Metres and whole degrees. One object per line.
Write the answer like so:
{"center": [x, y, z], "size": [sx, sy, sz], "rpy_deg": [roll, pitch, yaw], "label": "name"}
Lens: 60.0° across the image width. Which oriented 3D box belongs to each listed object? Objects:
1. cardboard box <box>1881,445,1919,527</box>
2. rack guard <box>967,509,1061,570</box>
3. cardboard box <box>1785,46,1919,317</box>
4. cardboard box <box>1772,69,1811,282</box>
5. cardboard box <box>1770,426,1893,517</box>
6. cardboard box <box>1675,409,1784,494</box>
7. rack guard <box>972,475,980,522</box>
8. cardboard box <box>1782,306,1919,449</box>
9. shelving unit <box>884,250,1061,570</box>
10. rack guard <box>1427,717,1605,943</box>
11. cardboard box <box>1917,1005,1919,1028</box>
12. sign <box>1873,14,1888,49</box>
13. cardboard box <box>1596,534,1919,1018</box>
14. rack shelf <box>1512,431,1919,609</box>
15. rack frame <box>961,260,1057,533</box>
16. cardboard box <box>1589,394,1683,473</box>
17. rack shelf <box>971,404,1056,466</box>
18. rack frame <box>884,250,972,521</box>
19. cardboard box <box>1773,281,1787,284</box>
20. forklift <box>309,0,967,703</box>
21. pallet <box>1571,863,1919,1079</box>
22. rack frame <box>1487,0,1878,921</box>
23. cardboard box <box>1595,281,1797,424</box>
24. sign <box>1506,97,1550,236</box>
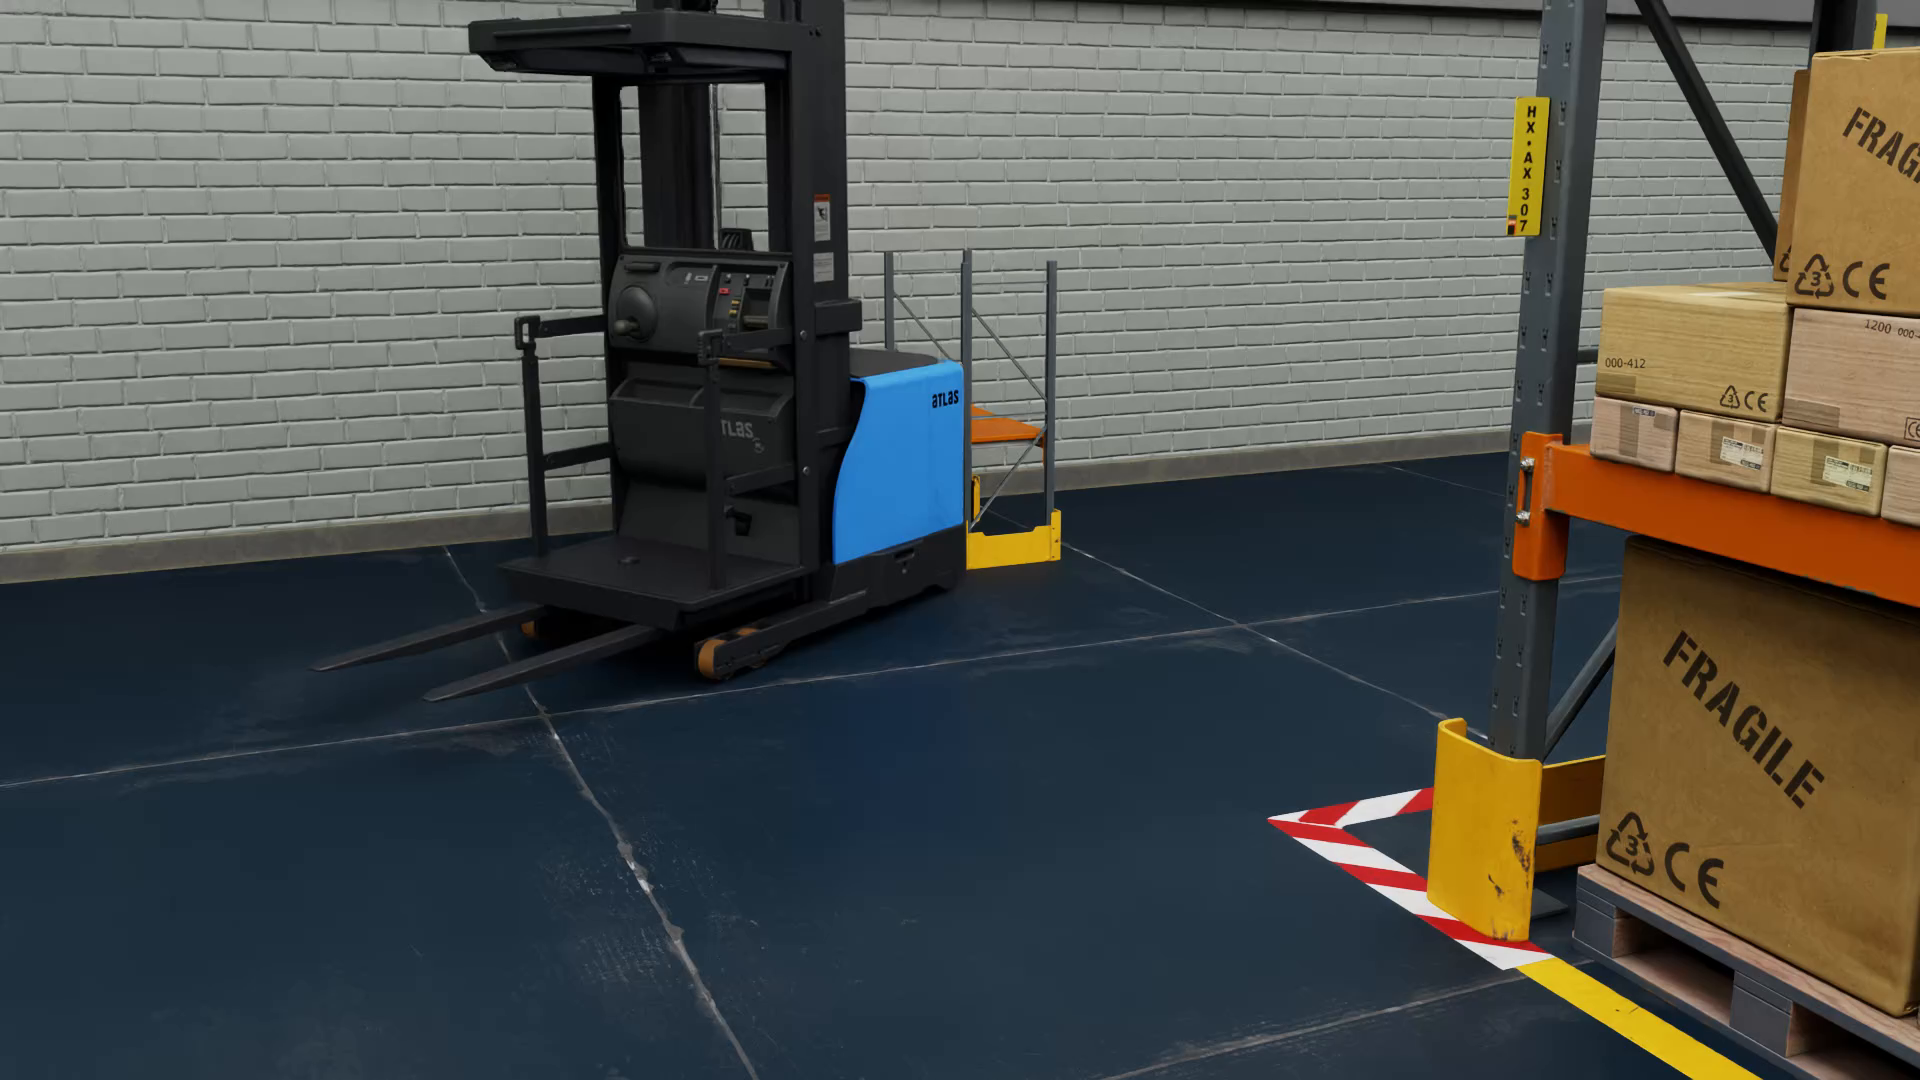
{"center": [2.035, -0.105, 3.230], "size": [0.380, 0.149, 0.250], "rpy_deg": [-6, 14, -24], "label": "cardboard box"}
{"center": [0.230, -0.003, 8.329], "size": [0.587, 0.250, 0.087], "rpy_deg": [-6, 14, -23], "label": "rack guard"}
{"center": [2.028, -0.701, 3.255], "size": [0.500, 0.500, 0.500], "rpy_deg": [-6, 14, -24], "label": "cardboard box"}
{"center": [2.319, -0.851, 3.903], "size": [0.500, 0.500, 0.500], "rpy_deg": [-5, 14, -22], "label": "cardboard box"}
{"center": [1.930, -0.159, 3.462], "size": [0.380, 0.149, 0.250], "rpy_deg": [-6, 14, -24], "label": "cardboard box"}
{"center": [1.827, -0.212, 3.690], "size": [0.380, 0.149, 0.250], "rpy_deg": [-6, 14, -24], "label": "cardboard box"}
{"center": [-0.169, -0.209, 9.218], "size": [0.587, 0.250, 0.087], "rpy_deg": [-6, 14, -23], "label": "rack guard"}
{"center": [2.042, -0.332, 3.324], "size": [0.500, 0.250, 0.500], "rpy_deg": [-6, 14, -24], "label": "cardboard box"}
{"center": [0.031, -0.715, 8.633], "size": [0.587, 1.500, 1.083], "rpy_deg": [-6, 14, -23], "label": "shelving unit"}
{"center": [1.873, 0.722, 4.639], "size": [1.175, 0.500, 0.348], "rpy_deg": [-6, 14, -23], "label": "rack guard"}
{"center": [2.577, 0.653, 3.176], "size": [0.875, 0.875, 0.875], "rpy_deg": [-6, 14, -23], "label": "cardboard box"}
{"center": [2.386, -1.216, 4.378], "size": [0.100, 0.325, 0.005], "rpy_deg": [-6, 14, -23], "label": "sign"}
{"center": [2.213, 0.465, 3.988], "size": [0.875, 0.875, 0.875], "rpy_deg": [-6, 14, -23], "label": "cardboard box"}
{"center": [2.684, 0.273, 2.632], "size": [1.077, 0.370, 4.000], "rpy_deg": [-6, 14, -23], "label": "rack shelf"}
{"center": [0.238, -0.608, 8.171], "size": [0.500, 1.500, 0.032], "rpy_deg": [-6, 14, -23], "label": "rack frame"}
{"center": [1.723, -0.265, 3.919], "size": [0.380, 0.149, 0.250], "rpy_deg": [-5, 14, -22], "label": "cardboard box"}
{"center": [0.034, -0.538, 8.665], "size": [0.538, 0.185, 1.000], "rpy_deg": [-6, 14, -23], "label": "rack shelf"}
{"center": [-0.169, -0.818, 9.078], "size": [0.500, 1.500, 0.032], "rpy_deg": [-6, 14, -23], "label": "rack frame"}
{"center": [2.320, -0.486, 3.990], "size": [0.500, 0.250, 0.500], "rpy_deg": [-6, 14, -24], "label": "cardboard box"}
{"center": [-1.202, -0.998, 6.682], "size": [1.130, 2.935, 3.031], "rpy_deg": [9, 16, 33], "label": "forklift"}
{"center": [2.275, 1.026, 3.967], "size": [1.003, 0.211, 1.213], "rpy_deg": [-6, 14, -23], "label": "pallet"}
{"center": [1.883, -0.490, 4.336], "size": [1.000, 3.000, 0.127], "rpy_deg": [-6, 14, -23], "label": "rack frame"}
{"center": [1.828, -0.439, 3.786], "size": [0.500, 0.250, 0.500], "rpy_deg": [-6, 14, -24], "label": "cardboard box"}
{"center": [1.372, -0.902, 4.018], "size": [0.100, 0.325, 0.005], "rpy_deg": [-6, 14, -23], "label": "sign"}
